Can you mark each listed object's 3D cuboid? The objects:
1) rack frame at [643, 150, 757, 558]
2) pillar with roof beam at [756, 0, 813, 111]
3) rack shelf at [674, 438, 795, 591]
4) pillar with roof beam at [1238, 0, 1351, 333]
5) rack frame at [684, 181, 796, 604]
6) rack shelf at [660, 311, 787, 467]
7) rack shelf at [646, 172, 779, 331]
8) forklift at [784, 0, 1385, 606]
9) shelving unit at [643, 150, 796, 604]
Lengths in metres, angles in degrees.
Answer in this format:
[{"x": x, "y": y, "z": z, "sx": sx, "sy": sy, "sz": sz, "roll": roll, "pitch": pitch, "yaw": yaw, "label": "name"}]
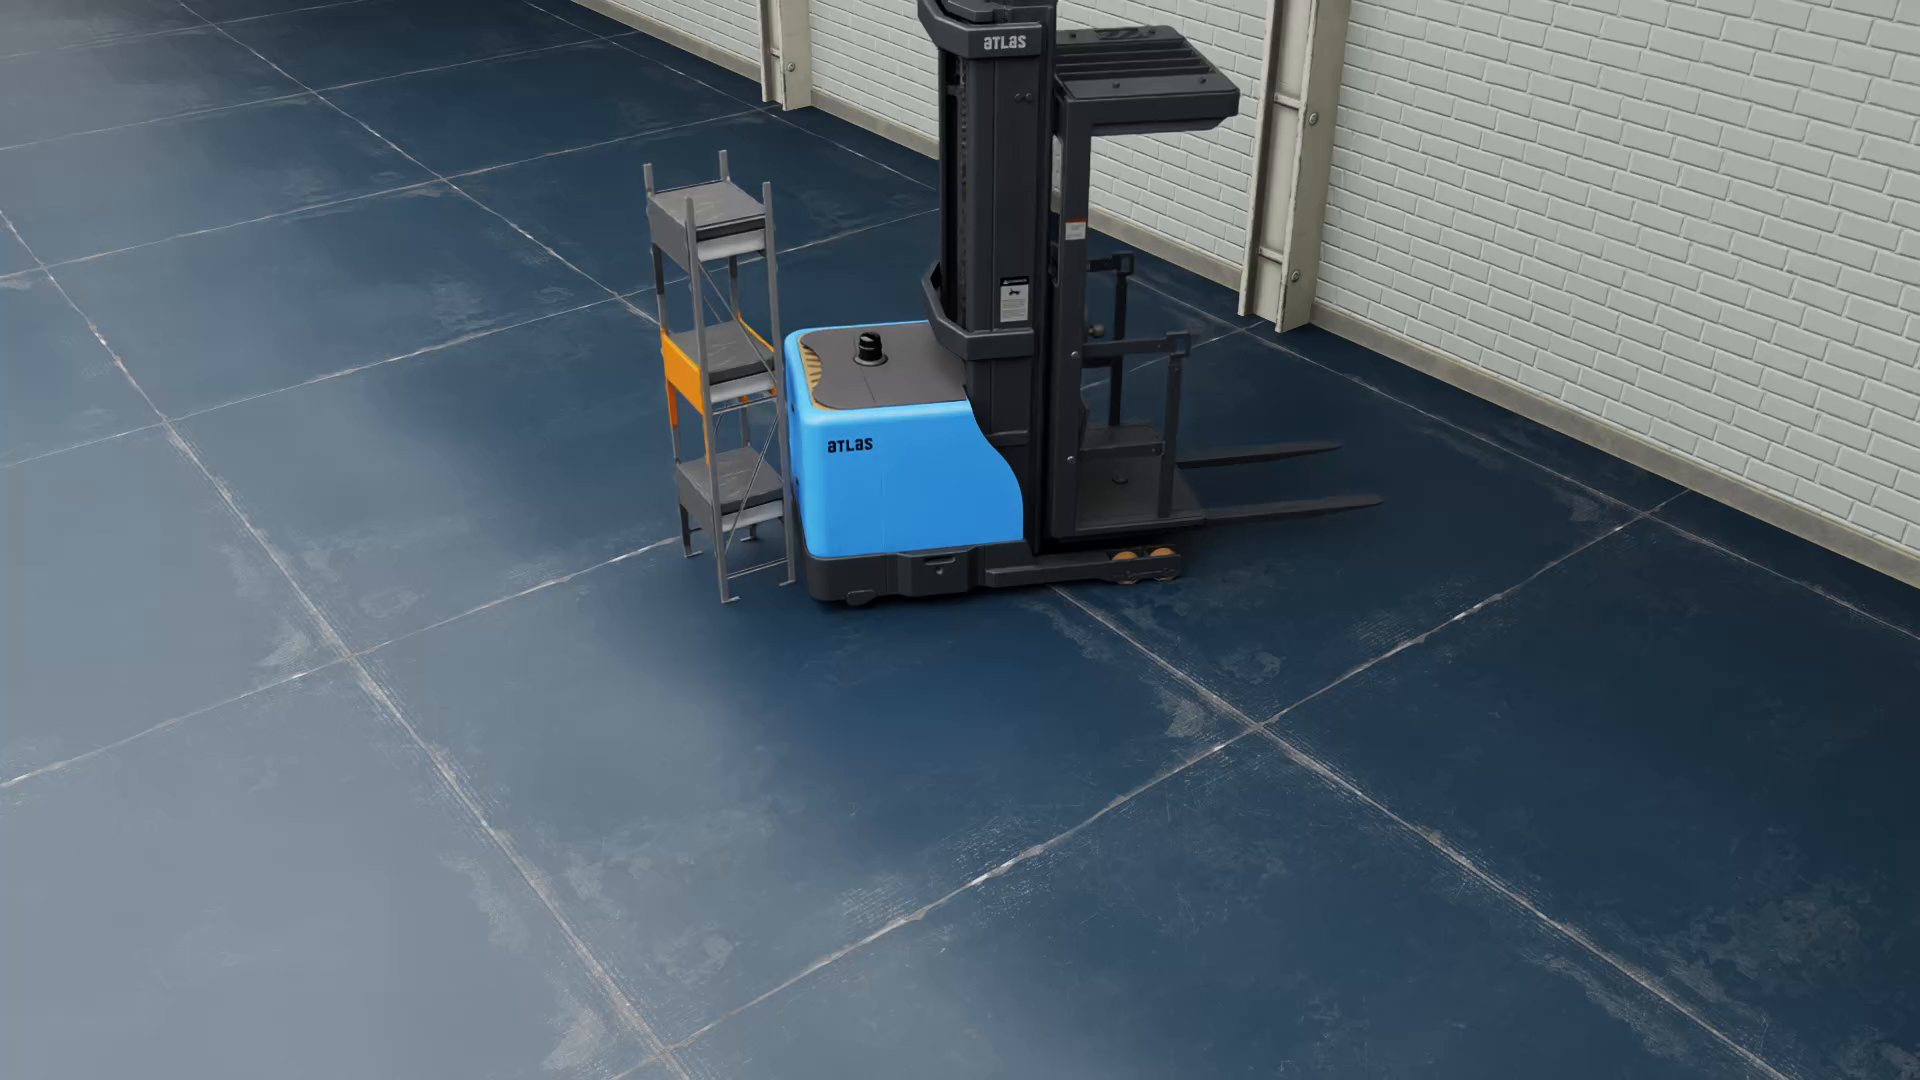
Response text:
[{"x": -1.250, "y": -0.851, "z": 8.130, "sx": 0.400, "sy": 2.100, "sz": 0.015, "roll": -17, "pitch": 36, "yaw": -25, "label": "rack frame"}, {"x": -4.969, "y": -6.424, "z": 10.565, "sx": 9.100, "sy": 9.000, "sz": 0.400, "roll": -22, "pitch": 38, "yaw": -31, "label": "pillar with roof beam"}, {"x": -1.127, "y": -0.134, "z": 8.327, "sx": 0.431, "sy": 0.518, "sz": 0.480, "roll": -17, "pitch": 36, "yaw": -25, "label": "rack shelf"}, {"x": -1.290, "y": -3.924, "z": 6.539, "sx": 9.100, "sy": 9.000, "sz": 0.400, "roll": -22, "pitch": 38, "yaw": -31, "label": "pillar with roof beam"}, {"x": -1.007, "y": -0.628, "z": 7.771, "sx": 0.400, "sy": 2.100, "sz": 0.015, "roll": -17, "pitch": 36, "yaw": -25, "label": "rack frame"}, {"x": -1.128, "y": -0.728, "z": 7.958, "sx": 0.431, "sy": 0.518, "sz": 0.480, "roll": -17, "pitch": 36, "yaw": -25, "label": "rack shelf"}, {"x": -1.129, "y": -1.323, "z": 7.588, "sx": 0.431, "sy": 0.518, "sz": 0.480, "roll": -17, "pitch": 36, "yaw": -25, "label": "rack shelf"}, {"x": 0.666, "y": -1.289, "z": 8.047, "sx": 3.031, "sy": 2.935, "sz": 1.130, "roll": -5, "pitch": 32, "yaw": -9, "label": "forklift"}, {"x": -1.128, "y": -0.740, "z": 7.950, "sx": 0.431, "sy": 2.100, "sz": 0.503, "roll": -17, "pitch": 36, "yaw": -25, "label": "shelving unit"}]
